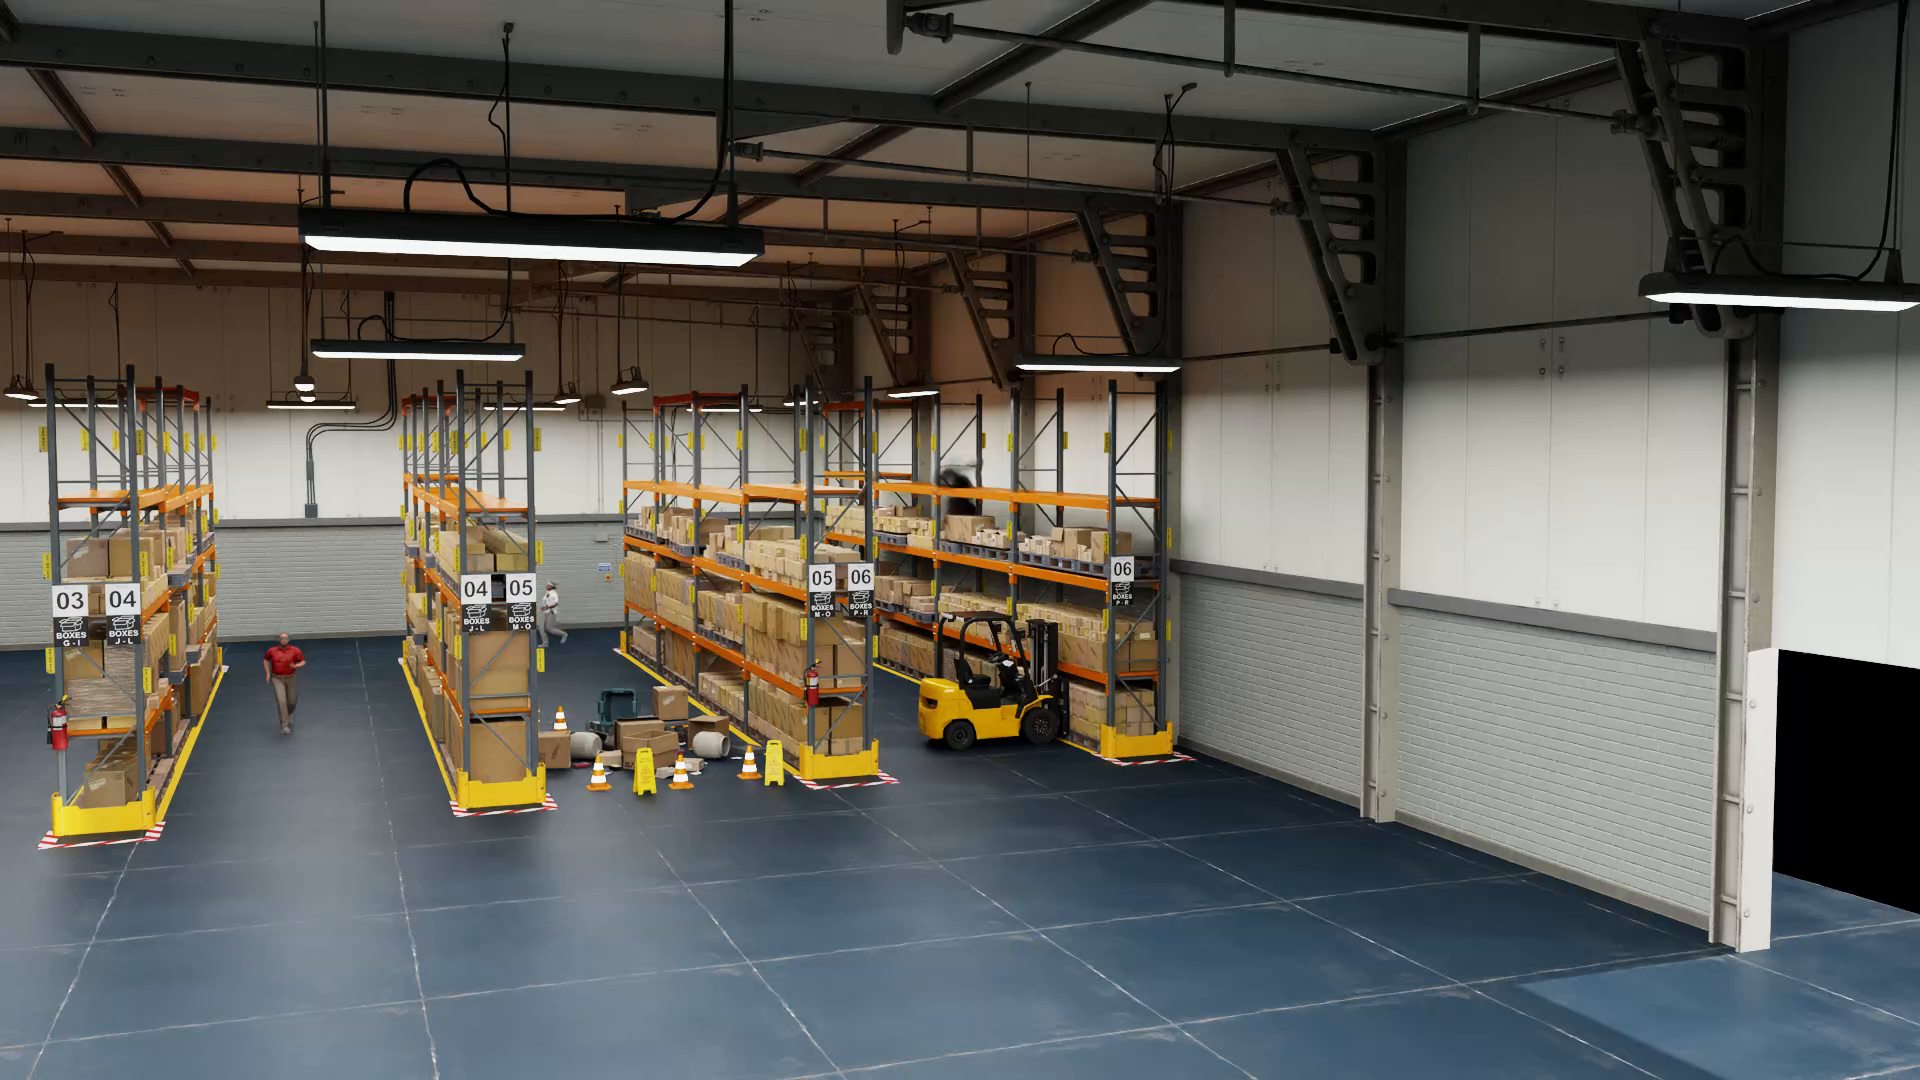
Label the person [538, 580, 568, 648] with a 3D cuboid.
[{"bbox_3d":[-9.997,1.796,40.686,0.739,1.655,0.584,-2,4,-35],"label":"person"}]

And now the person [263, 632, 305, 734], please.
[{"bbox_3d":[-11.687,2.444,28.788,0.665,1.708,0.939,-2,4,-26],"label":"person"}]
